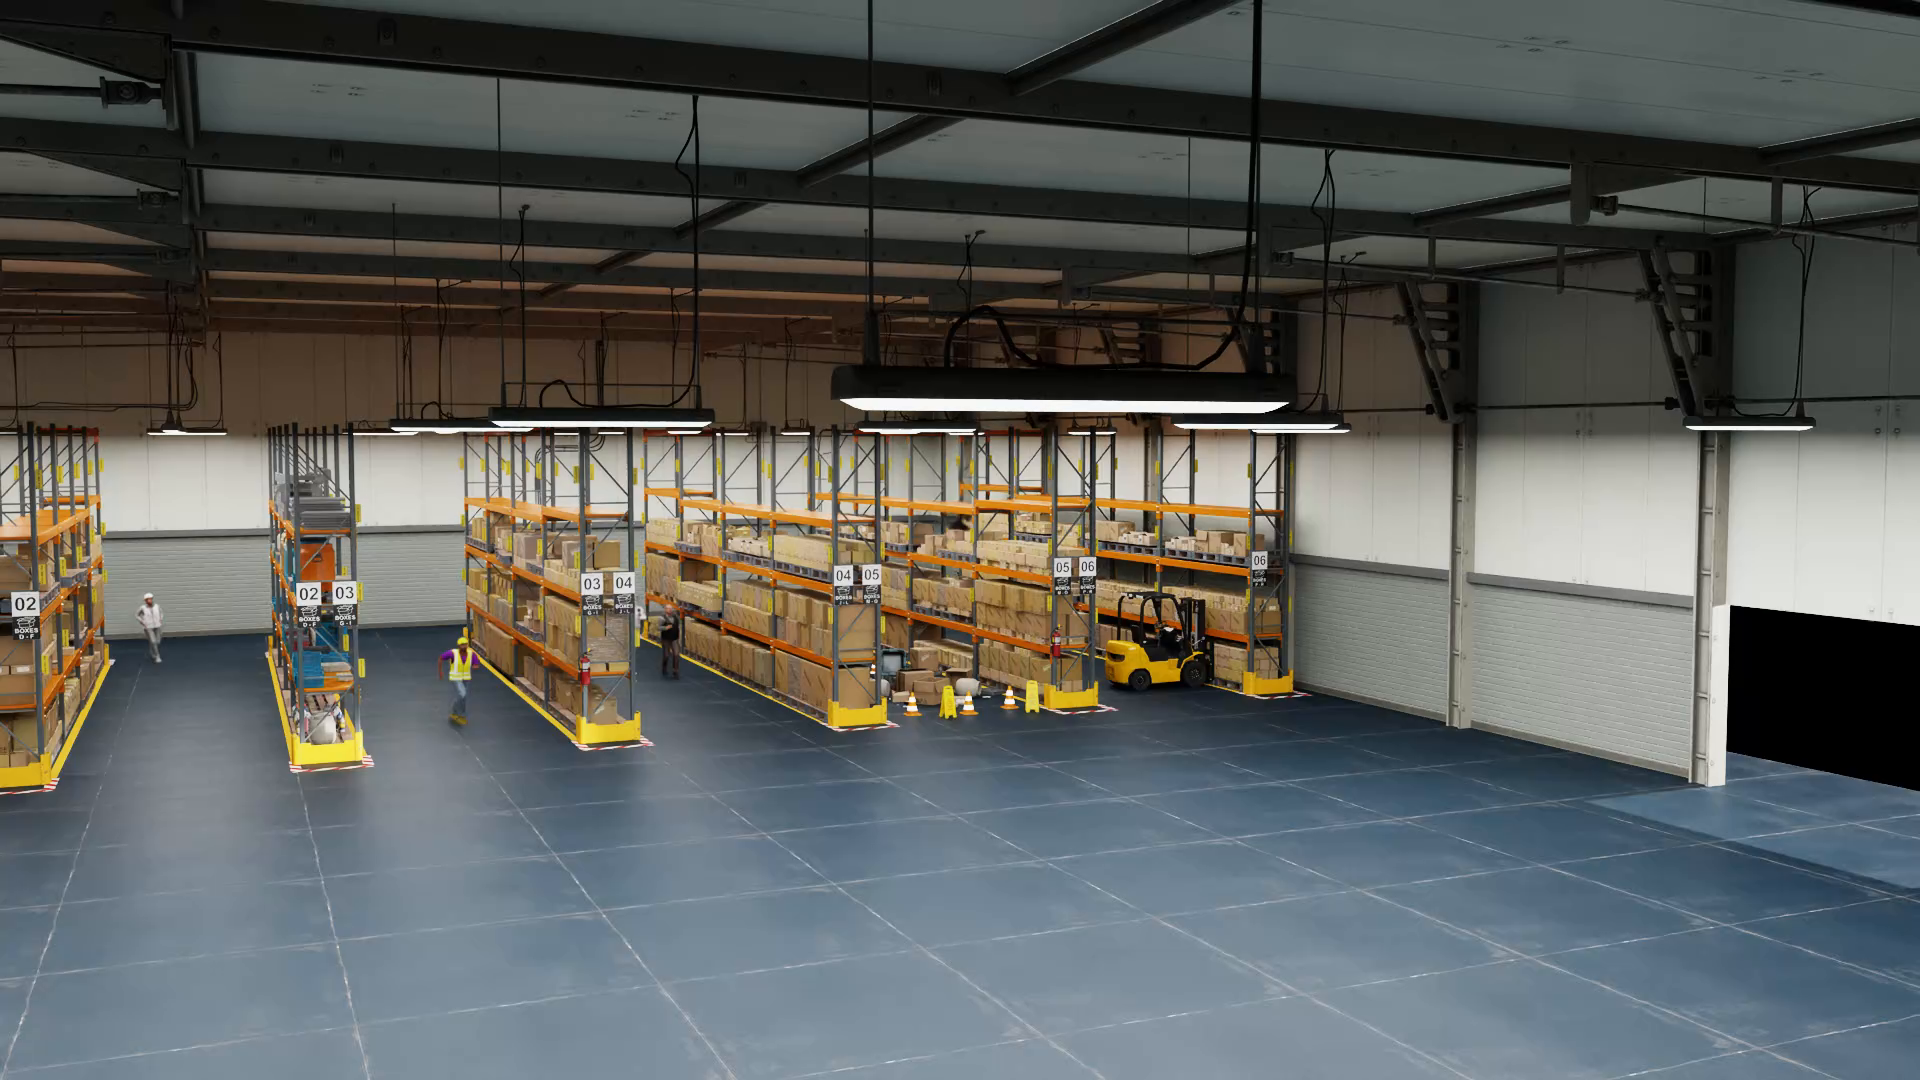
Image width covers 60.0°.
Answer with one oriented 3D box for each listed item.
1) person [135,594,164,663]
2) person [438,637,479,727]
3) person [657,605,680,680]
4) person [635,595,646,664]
[{"bbox_3d":[-20.776,2.249,42.663,0.831,1.772,0.670,3,5,42],"label":"person"},{"bbox_3d":[-9.980,2.822,33.199,0.729,1.786,0.836,-3,5,-40],"label":"person"},{"bbox_3d":[-6.930,2.417,39.704,0.646,1.754,0.801,-2,4,-27],"label":"person"},{"bbox_3d":[-8.321,2.256,42.501,0.599,1.708,0.860,-2,4,-25],"label":"person"}]
